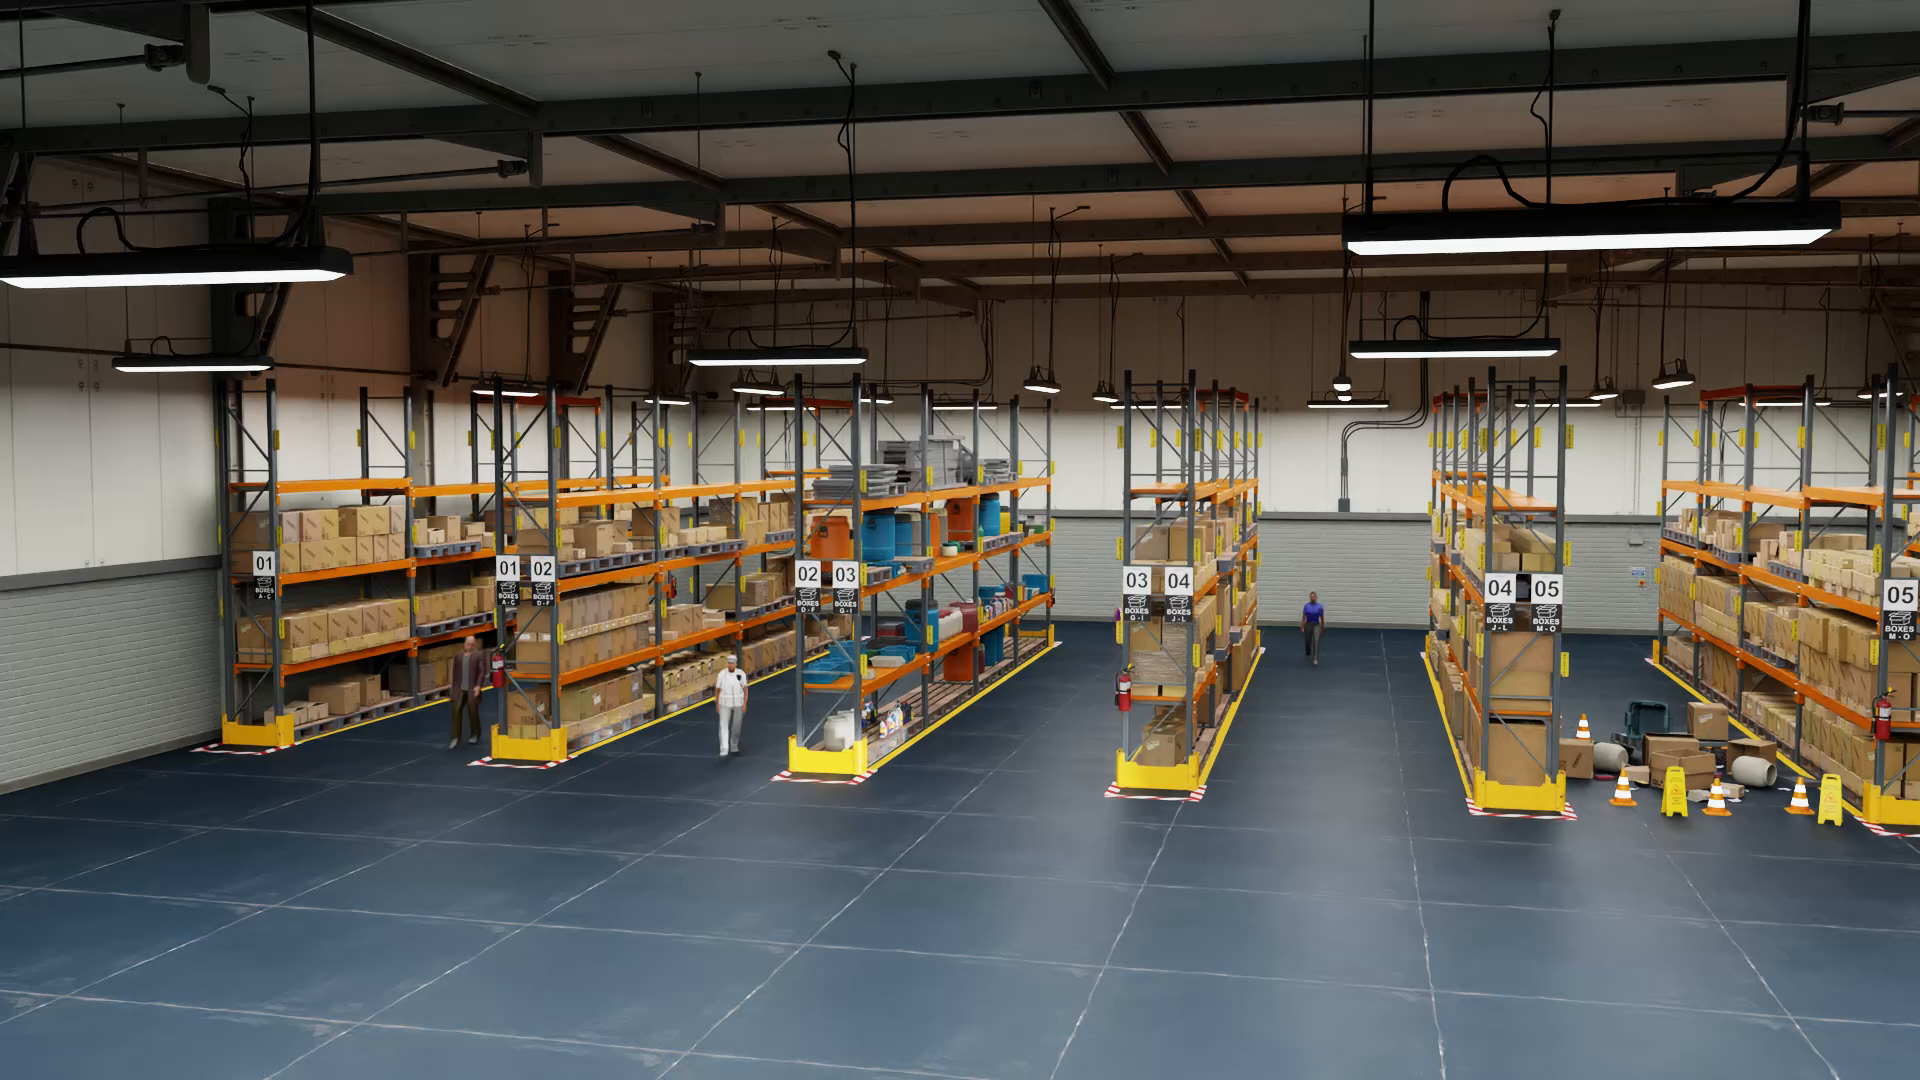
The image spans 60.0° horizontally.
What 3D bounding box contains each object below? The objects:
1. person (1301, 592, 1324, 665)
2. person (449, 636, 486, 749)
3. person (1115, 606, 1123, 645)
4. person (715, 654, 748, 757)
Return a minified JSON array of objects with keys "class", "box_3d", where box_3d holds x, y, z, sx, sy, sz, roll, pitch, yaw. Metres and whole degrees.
[{"class":"person","box_3d":[7.891,1.951,37.187,0.501,1.594,1.045,1,4,13]},{"class":"person","box_3d":[-8.118,2.498,27.317,0.593,1.808,0.732,0,3,1]},{"class":"person","box_3d":[3.482,1.883,34.058,0.594,1.670,0.618,1,4,13]},{"class":"person","box_3d":[-3.601,2.604,26.207,0.531,1.600,1.042,-1,4,-17]}]
